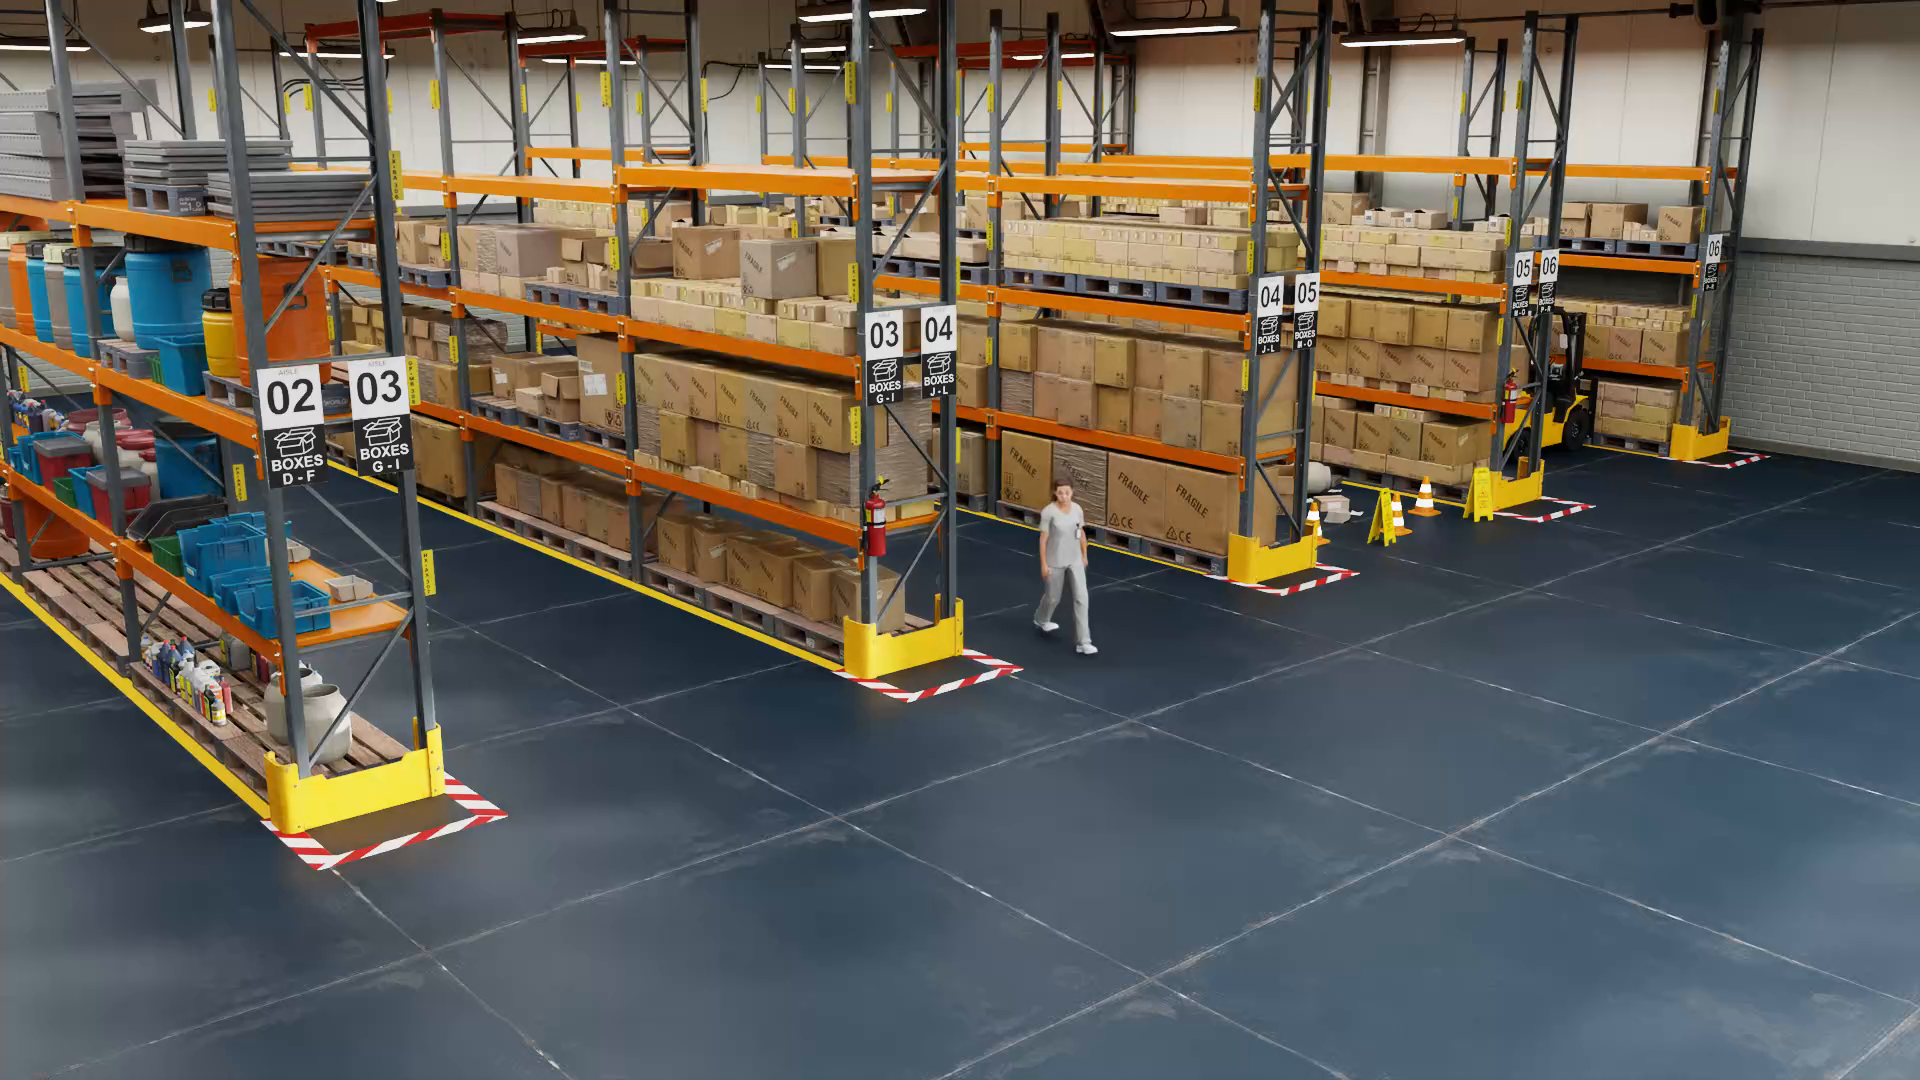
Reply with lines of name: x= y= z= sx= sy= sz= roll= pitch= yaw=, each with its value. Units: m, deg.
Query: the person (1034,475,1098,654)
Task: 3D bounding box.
person: x=0.974 y=0.190 z=15.297 sx=0.545 sy=1.620 sz=1.028 roll=-5 pitch=15 yaw=-18
